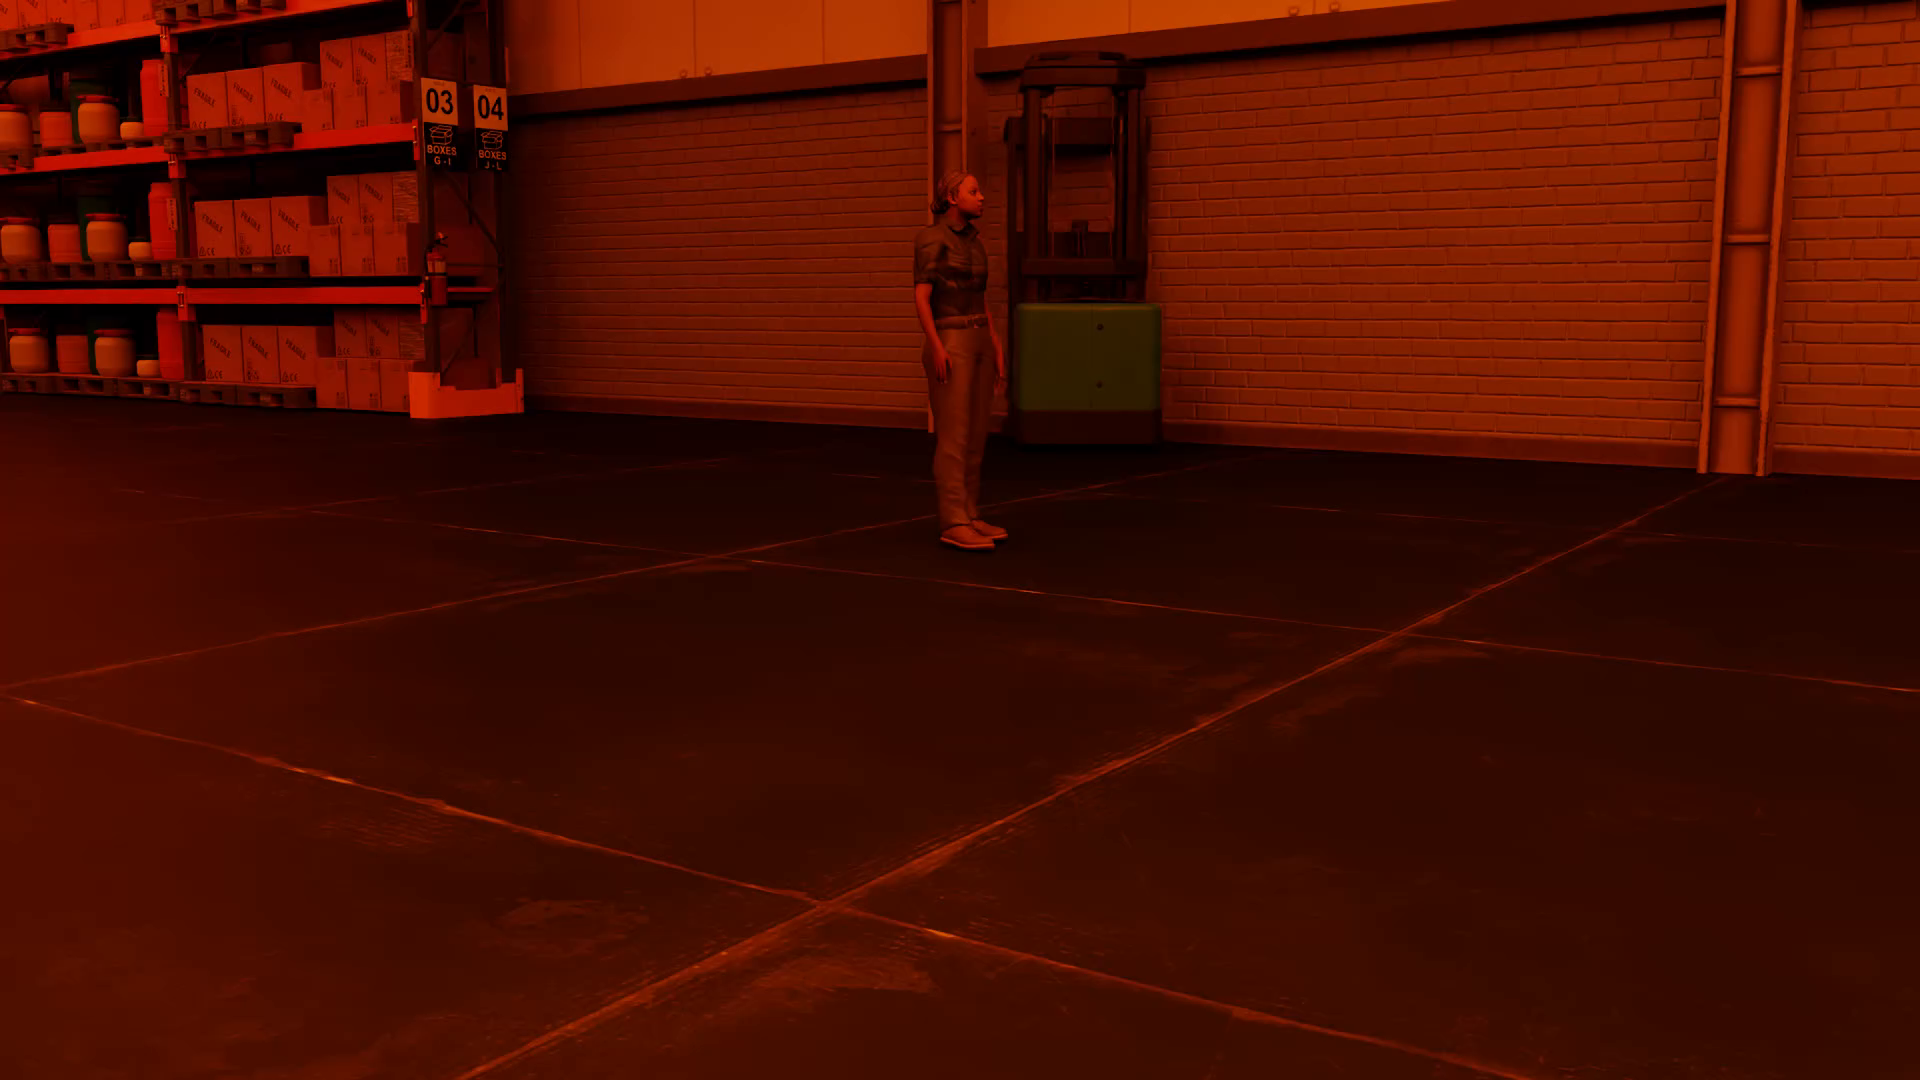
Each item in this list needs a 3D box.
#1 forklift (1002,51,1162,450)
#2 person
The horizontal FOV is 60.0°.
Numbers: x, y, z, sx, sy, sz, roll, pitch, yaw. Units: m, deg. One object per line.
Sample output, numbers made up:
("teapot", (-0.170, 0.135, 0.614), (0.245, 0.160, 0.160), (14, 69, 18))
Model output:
("forklift", (0.910, -2.281, 13.235), (1.130, 2.935, 3.031), (0, 8, -1))
("person", (0.061, -0.817, 7.421), (0.504, 1.654, 0.569), (5, 10, 34))
